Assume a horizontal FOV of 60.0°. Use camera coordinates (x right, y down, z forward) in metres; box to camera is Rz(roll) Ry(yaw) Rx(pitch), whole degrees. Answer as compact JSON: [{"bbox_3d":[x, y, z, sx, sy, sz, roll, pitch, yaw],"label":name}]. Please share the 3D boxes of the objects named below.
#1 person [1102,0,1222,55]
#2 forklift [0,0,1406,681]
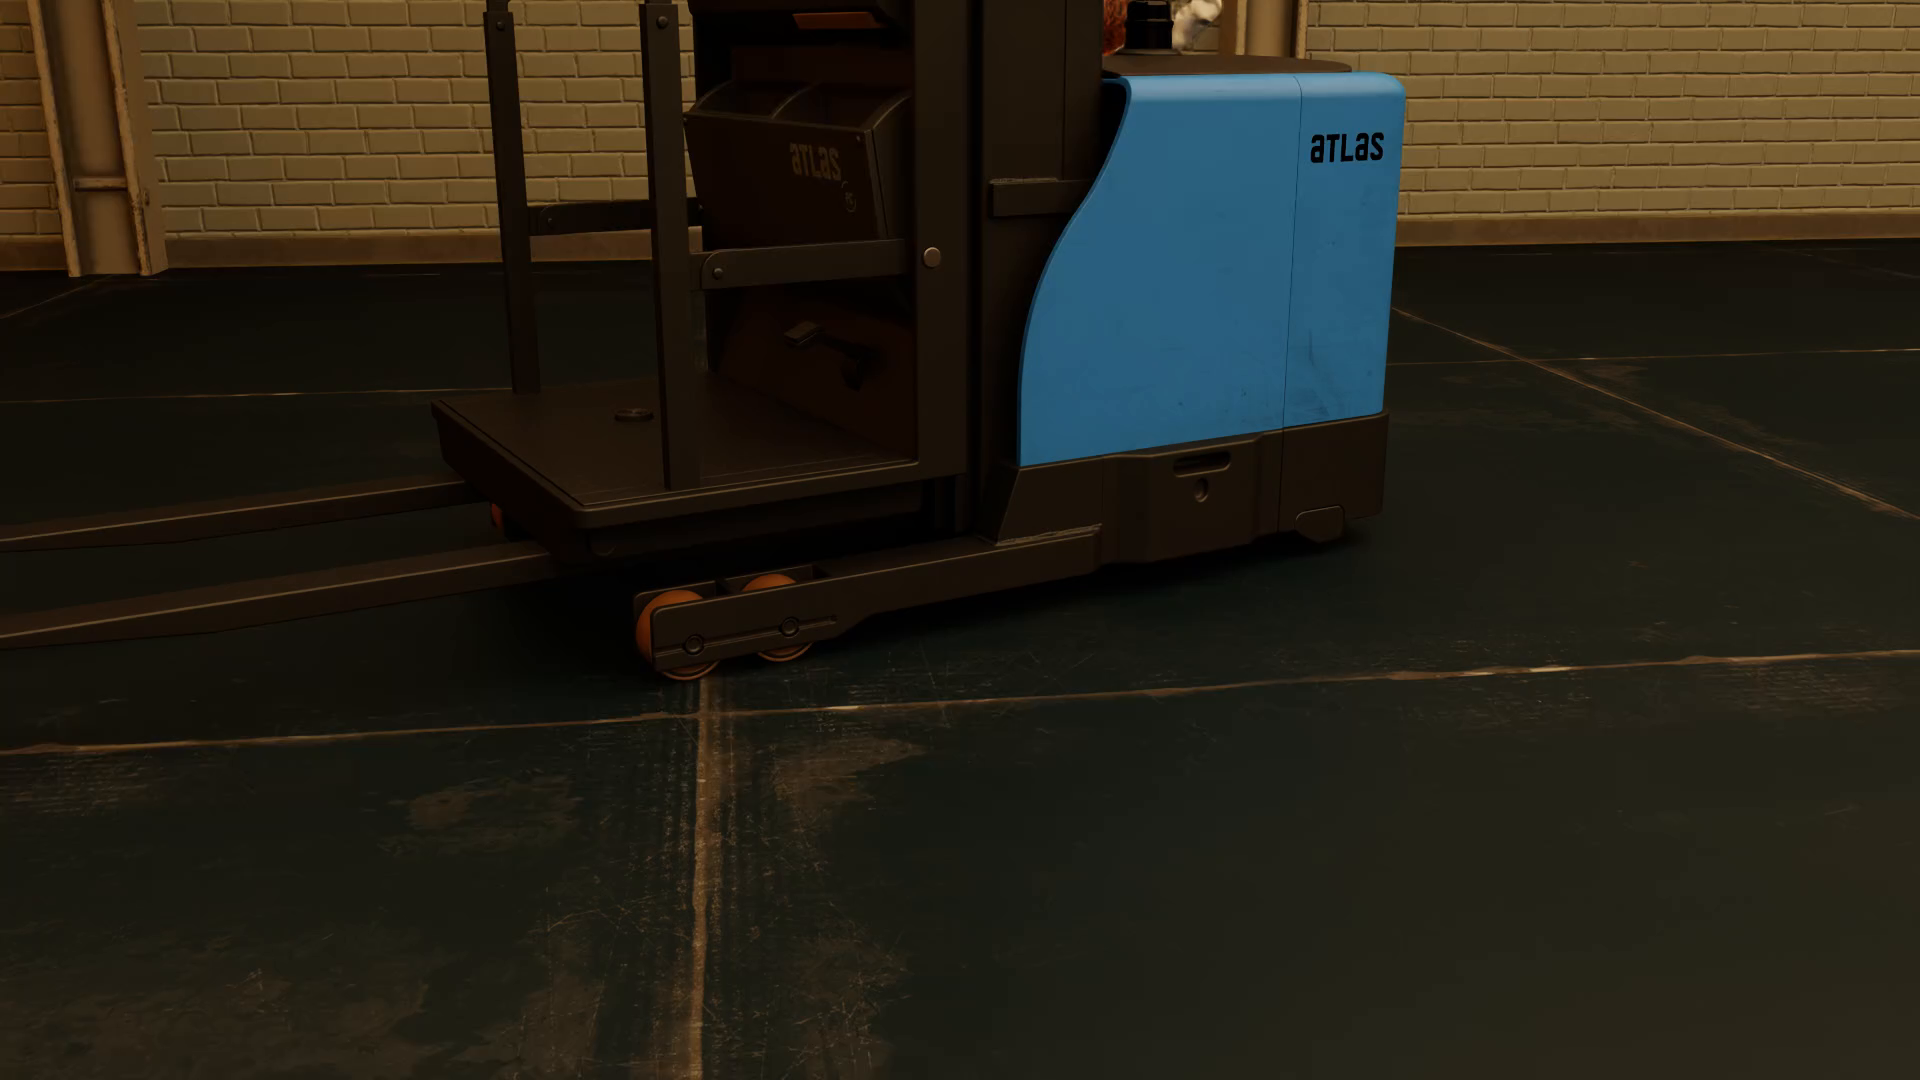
[{"bbox_3d":[0.723,-1.103,5.074,0.737,1.497,0.947,2,17,7],"label":"person"},{"bbox_3d":[-0.526,-1.315,3.251,3.031,2.935,1.130,-10,19,-29],"label":"forklift"}]
